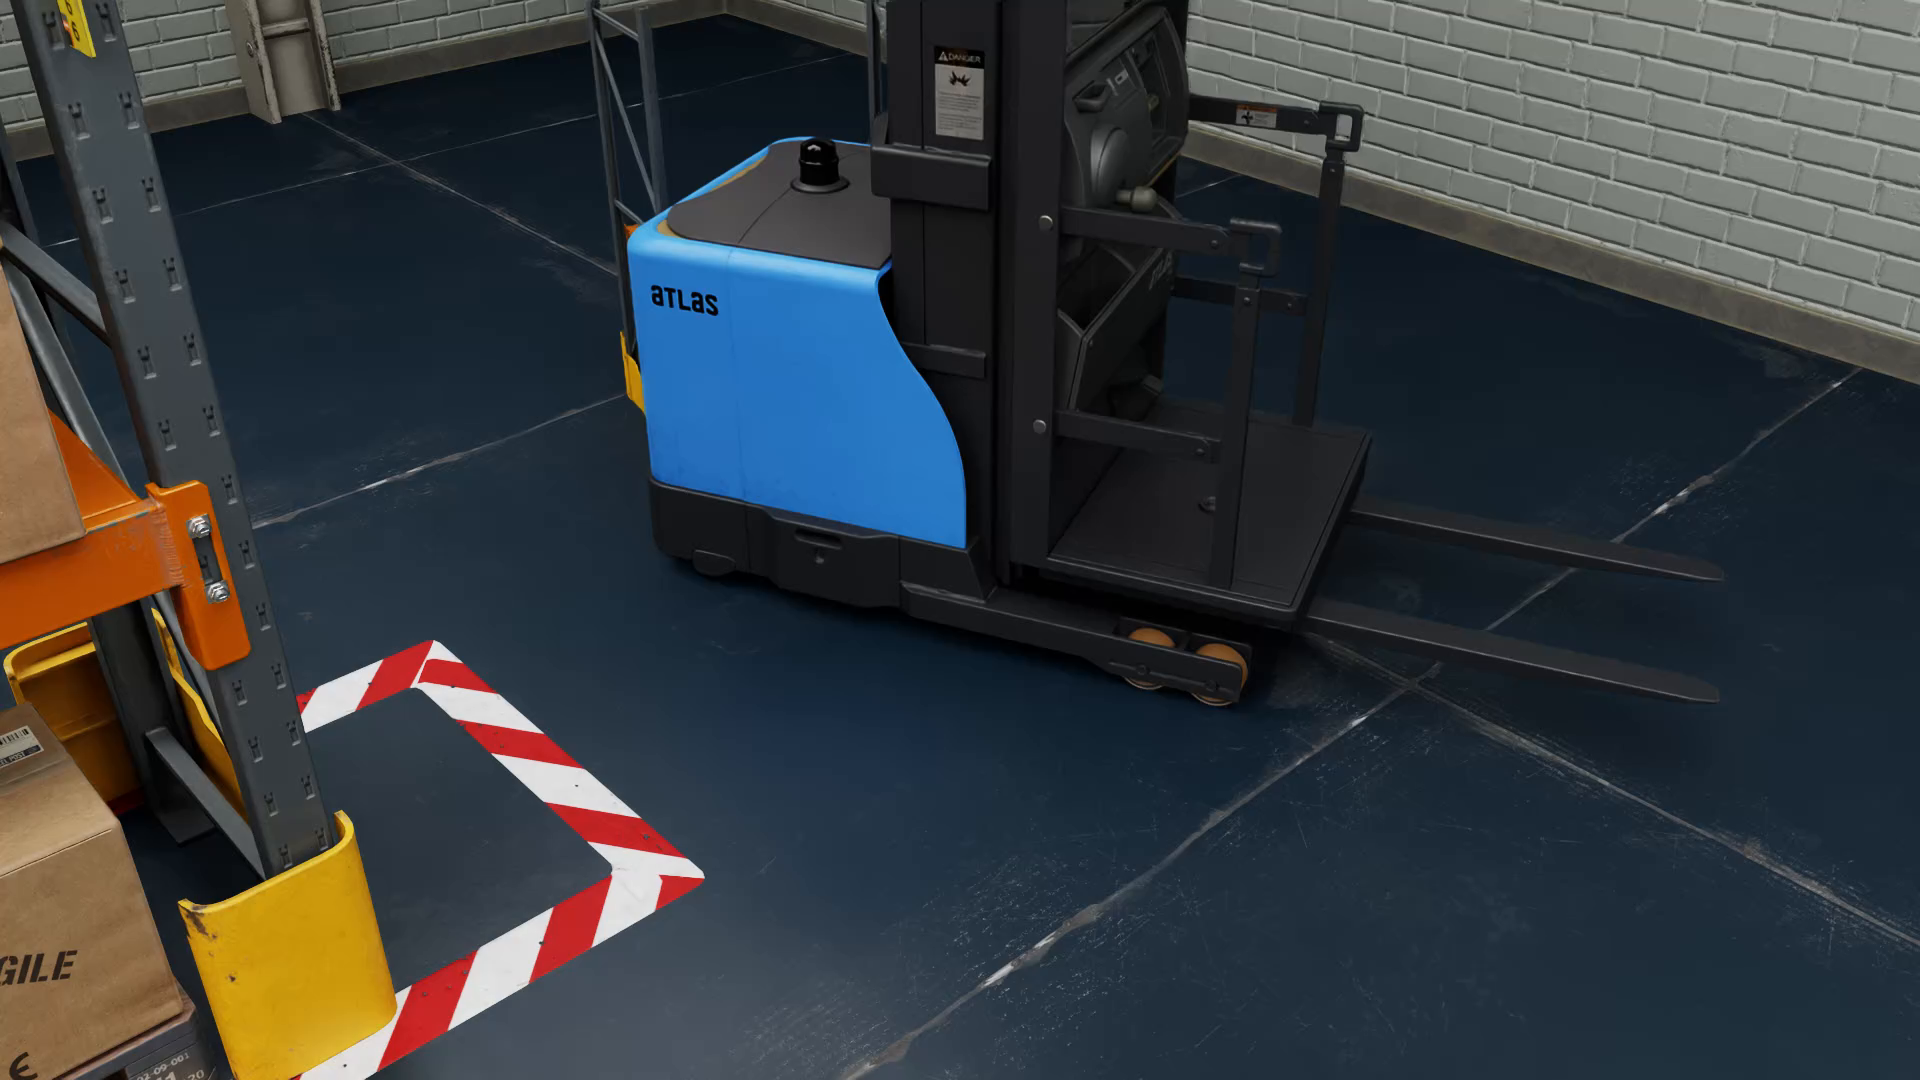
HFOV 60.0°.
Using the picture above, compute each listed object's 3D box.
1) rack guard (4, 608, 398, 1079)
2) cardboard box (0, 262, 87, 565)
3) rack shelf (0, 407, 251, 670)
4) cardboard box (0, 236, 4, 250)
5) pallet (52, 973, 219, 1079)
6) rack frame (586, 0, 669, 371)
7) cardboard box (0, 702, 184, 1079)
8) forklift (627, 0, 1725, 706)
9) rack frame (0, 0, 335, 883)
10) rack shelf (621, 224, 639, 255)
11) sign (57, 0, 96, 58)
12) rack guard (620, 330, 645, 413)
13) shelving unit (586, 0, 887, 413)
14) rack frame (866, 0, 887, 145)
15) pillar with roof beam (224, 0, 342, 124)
[{"bbox_3d":[-1.711,0.644,3.717,0.348,0.500,1.175,-26,40,-35],"label":"rack guard"},{"bbox_3d":[-1.799,-0.229,2.653,0.500,0.500,0.500,-24,39,-34],"label":"cardboard box"},{"bbox_3d":[-3.122,0.567,2.137,4.000,0.370,1.077,-26,40,-35],"label":"rack shelf"},{"bbox_3d":[-1.795,-0.655,2.392,0.500,0.500,0.500,-26,40,-36],"label":"cardboard box"},{"bbox_3d":[-2.295,1.051,3.330,1.213,0.211,1.003,-26,40,-35],"label":"pallet"},{"bbox_3d":[-1.066,-1.055,5.536,0.032,1.500,0.500,-17,35,-26],"label":"rack frame"},{"bbox_3d":[-1.887,0.717,3.177,0.500,0.500,0.500,-26,40,-35],"label":"cardboard box"},{"bbox_3d":[0.626,-1.115,4.265,3.031,2.935,1.130,12,33,19],"label":"forklift"},{"bbox_3d":[-1.655,-0.449,3.109,0.127,3.000,1.000,-26,40,-35],"label":"rack frame"},{"bbox_3d":[-0.628,-1.037,5.850,1.000,0.185,0.538,-17,35,-26],"label":"rack shelf"},{"bbox_3d":[-1.293,-0.859,2.366,0.005,0.325,0.100,-26,40,-35],"label":"sign"},{"bbox_3d":[-1.048,-0.526,5.869,0.087,0.250,0.587,-17,35,-26],"label":"rack guard"},{"bbox_3d":[-0.621,-1.193,5.761,1.083,1.500,0.587,-17,35,-26],"label":"shelving unit"},{"bbox_3d":[-0.191,-1.326,5.978,0.032,1.500,0.500,-17,35,-26],"label":"rack frame"},{"bbox_3d":[-0.707,-4.544,4.055,0.400,9.000,9.100,-26,40,-35],"label":"pillar with roof beam"}]
